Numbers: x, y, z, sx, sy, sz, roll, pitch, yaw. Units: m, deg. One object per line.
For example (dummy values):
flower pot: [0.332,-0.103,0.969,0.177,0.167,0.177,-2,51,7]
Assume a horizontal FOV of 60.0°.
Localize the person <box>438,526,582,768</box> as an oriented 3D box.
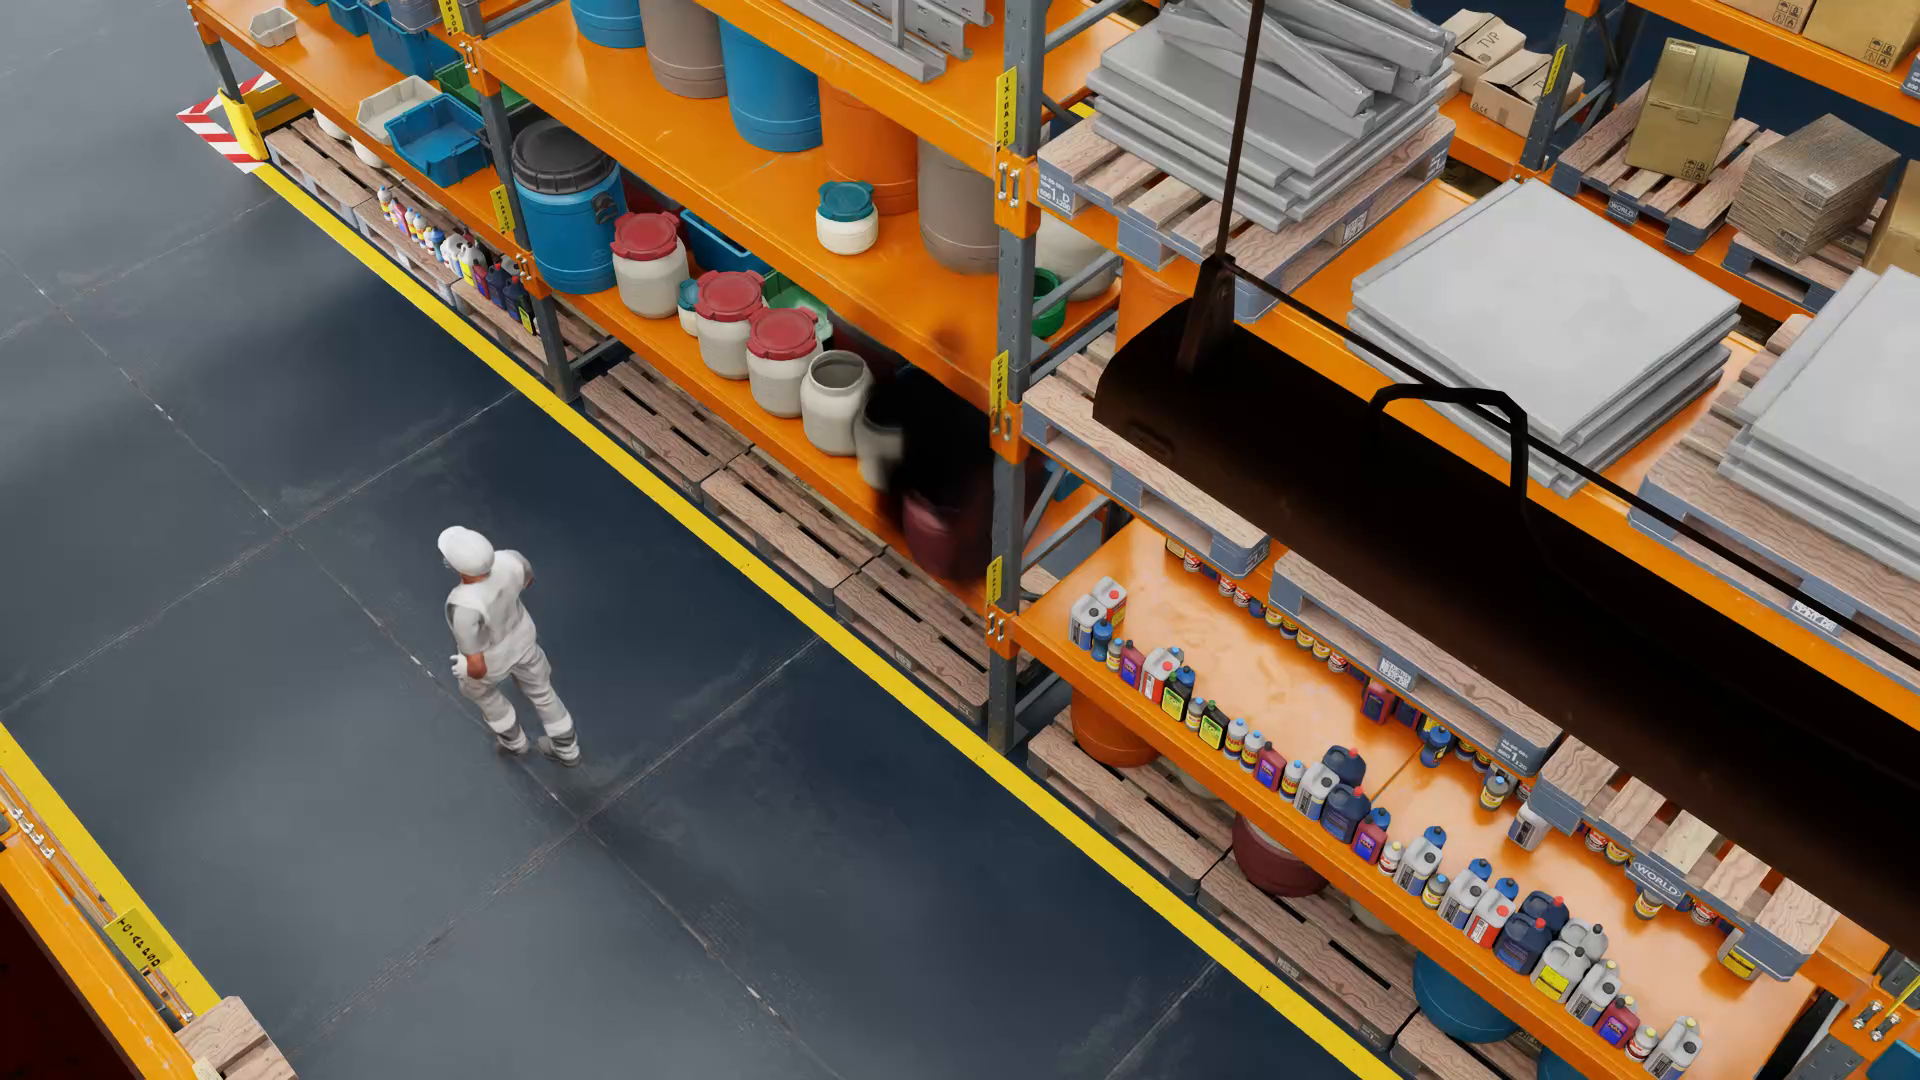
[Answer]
person: [-2.347,0.565,8.398,0.683,1.879,0.632,28,56,22]
